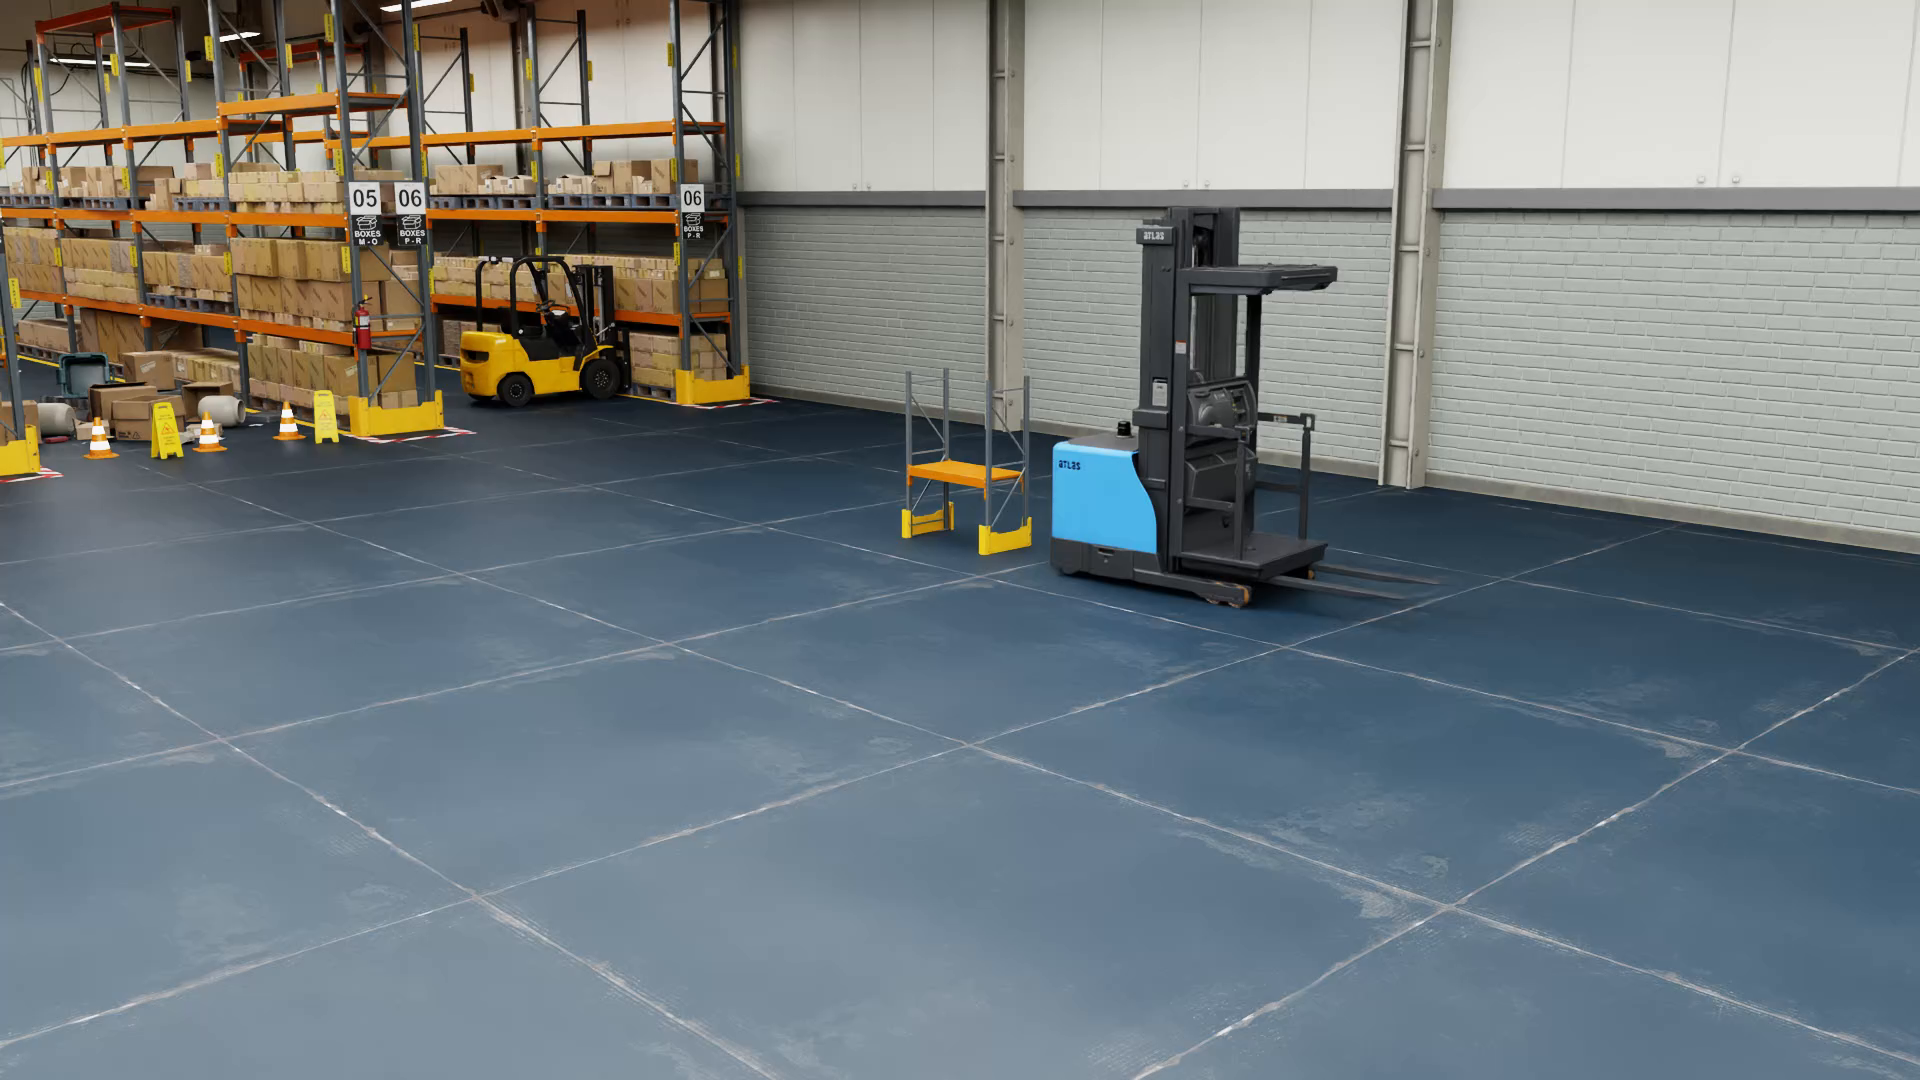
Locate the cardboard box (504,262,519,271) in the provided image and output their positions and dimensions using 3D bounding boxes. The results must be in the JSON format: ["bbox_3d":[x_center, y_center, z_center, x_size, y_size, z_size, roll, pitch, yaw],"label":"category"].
[{"bbox_3d":[-7.500,-4.647,28.176,0.250,0.149,0.380,11,16,43],"label":"cardboard box"}]

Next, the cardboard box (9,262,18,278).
[{"bbox_3d":[-17.884,-5.091,31.940,0.500,0.500,0.500,-11,16,-43],"label":"cardboard box"}]

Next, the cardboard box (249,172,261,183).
[{"bbox_3d":[-9.571,-5.000,22.960,0.380,0.149,0.250,-11,16,-43],"label":"cardboard box"}]

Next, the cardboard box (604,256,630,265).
[{"bbox_3d":[-5.366,-4.377,26.128,0.380,0.149,0.250,-11,16,-42],"label":"cardboard box"}]

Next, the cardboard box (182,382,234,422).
[{"bbox_3d":[-10.335,-1.902,22.896,0.500,0.500,0.500,-1,12,-4],"label":"cardboard box"}]

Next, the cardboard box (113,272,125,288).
[{"bbox_3d":[-13.728,-4.335,27.654,0.500,0.250,0.500,11,16,44],"label":"cardboard box"}]

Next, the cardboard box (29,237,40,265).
[{"bbox_3d":[-16.844,-5.355,30.746,0.500,0.500,0.500,-11,16,-42],"label":"cardboard box"}]

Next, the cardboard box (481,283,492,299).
[{"bbox_3d":[-8.074,-4.350,28.964,0.500,0.250,0.500,-10,15,-41],"label":"cardboard box"}]

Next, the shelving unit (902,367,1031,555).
[{"bbox_3d":[0.053,-0.723,14.706,0.587,1.500,1.083,-11,16,-43],"label":"shelving unit"}]

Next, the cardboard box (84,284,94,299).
[{"bbox_3d":[-14.802,-4.311,28.776,0.500,0.250,0.500,-11,16,-43],"label":"cardboard box"}]

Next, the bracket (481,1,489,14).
[{"bbox_3d":[-8.257,-9.394,29.289,0.235,0.232,0.430,-11,16,-43],"label":"bracket"}]

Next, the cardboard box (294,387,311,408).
[{"bbox_3d":[-8.799,-1.979,22.855,0.500,0.250,0.500,11,16,43],"label":"cardboard box"}]

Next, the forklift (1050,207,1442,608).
[{"bbox_3d":[2.189,-1.047,12.732,3.031,2.935,1.130,10,15,39],"label":"forklift"}]

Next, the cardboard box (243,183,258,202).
[{"bbox_3d":[-9.622,-4.836,23.150,0.500,0.250,0.500,-11,16,-43],"label":"cardboard box"}]

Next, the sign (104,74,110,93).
[{"bbox_3d":[-15.231,-8.150,29.659,0.100,0.325,0.005,-11,16,-43],"label":"sign"}]

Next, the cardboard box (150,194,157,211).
[{"bbox_3d":[-12.582,-5.351,26.349,0.396,0.266,0.258,-11,16,-43],"label":"cardboard box"}]

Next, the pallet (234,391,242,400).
[{"bbox_3d":[-10.629,-2.218,25.156,1.003,0.211,1.213,-11,16,-43],"label":"pallet"}]

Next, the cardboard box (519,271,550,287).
[{"bbox_3d":[-7.027,-4.370,27.823,0.500,0.250,0.500,-11,16,-44],"label":"cardboard box"}]

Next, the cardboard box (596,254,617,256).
[{"bbox_3d":[-5.728,-4.592,27.172,0.380,0.149,0.250,-11,16,-43],"label":"cardboard box"}]

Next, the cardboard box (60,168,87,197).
[{"bbox_3d":[-15.216,-6.193,28.815,0.500,0.500,0.500,-11,16,-44],"label":"cardboard box"}]

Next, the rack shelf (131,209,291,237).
[{"bbox_3d":[-11.472,-4.879,25.510,1.077,0.370,4.000,-11,16,-43],"label":"rack shelf"}]

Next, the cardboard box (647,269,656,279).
[{"bbox_3d":[-4.516,-4.037,25.217,0.380,0.149,0.250,-11,16,-42],"label":"cardboard box"}]

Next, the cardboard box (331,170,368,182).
[{"bbox_3d":[-7.775,-4.632,21.172,0.380,0.149,0.250,-11,16,-42],"label":"cardboard box"}]

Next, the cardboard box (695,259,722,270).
[{"bbox_3d":[-3.818,-4.170,25.127,0.380,0.149,0.250,-11,16,-44],"label":"cardboard box"}]

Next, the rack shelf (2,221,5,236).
[{"bbox_3d":[-12.220,-3.591,19.257,1.077,0.370,4.000,-11,16,-43],"label":"rack shelf"}]

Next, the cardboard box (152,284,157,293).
[{"bbox_3d":[-12.763,-4.064,26.784,0.250,0.149,0.380,11,16,42],"label":"cardboard box"}]

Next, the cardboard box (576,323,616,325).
[{"bbox_3d":[-6.024,-3.467,27.600,0.500,0.250,0.500,-10,16,-41],"label":"cardboard box"}]

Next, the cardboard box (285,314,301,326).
[{"bbox_3d":[-9.034,-3.036,22.837,0.380,0.149,0.250,-11,16,-43],"label":"cardboard box"}]

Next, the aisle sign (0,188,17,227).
[{"bbox_3d":[-18.637,-6.465,32.417,0.394,0.787,0.004,-11,16,-43],"label":"aisle sign"}]

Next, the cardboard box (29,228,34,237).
[{"bbox_3d":[-17.076,-5.724,30.929,0.380,0.149,0.250,-11,16,-43],"label":"cardboard box"}]

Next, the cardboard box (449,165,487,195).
[{"bbox_3d":[-8.521,-6.320,29.184,0.700,0.500,0.500,-11,16,-44],"label":"cardboard box"}]

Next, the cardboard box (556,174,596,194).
[{"bbox_3d":[-6.105,-5.688,26.583,0.500,0.311,0.500,-10,16,-41],"label":"cardboard box"}]

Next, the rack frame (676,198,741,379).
[{"bbox_3d":[-3.741,-3.579,24.850,1.000,3.000,0.127,-11,16,-43],"label":"rack frame"}]

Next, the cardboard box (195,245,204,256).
[{"bbox_3d":[-11.264,-4.360,25.008,0.250,0.149,0.380,11,16,43],"label":"cardboard box"}]

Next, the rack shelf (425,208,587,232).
[{"bbox_3d":[-7.884,-5.572,28.870,1.077,0.370,4.000,-11,16,-43],"label":"rack shelf"}]

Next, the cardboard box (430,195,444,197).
[{"bbox_3d":[-9.796,-6.183,30.429,0.500,0.250,0.500,11,16,43],"label":"cardboard box"}]

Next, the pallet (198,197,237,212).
[{"bbox_3d":[-10.440,-4.953,24.549,1.213,0.211,1.003,-11,16,-43],"label":"pallet"}]

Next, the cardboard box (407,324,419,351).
[{"bbox_3d":[-10.051,-3.834,31.243,0.500,0.500,0.500,-11,16,-43],"label":"cardboard box"}]

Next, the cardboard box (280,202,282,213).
[{"bbox_3d":[-8.987,-4.512,22.565,0.380,0.149,0.250,-11,16,-42],"label":"cardboard box"}]

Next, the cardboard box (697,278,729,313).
[{"bbox_3d":[-3.882,-3.739,25.379,0.500,0.500,0.500,-10,15,-41],"label":"cardboard box"}]

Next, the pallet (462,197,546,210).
[{"bbox_3d":[-7.958,-5.874,29.023,1.003,0.211,1.213,-10,15,-40],"label":"pallet"}]

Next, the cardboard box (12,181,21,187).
[{"bbox_3d":[-18.002,-6.819,32.226,0.500,0.250,0.500,10,15,40],"label":"cardboard box"}]

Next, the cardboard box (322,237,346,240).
[{"bbox_3d":[-12.864,-6.024,34.495,0.500,0.500,0.500,11,16,44],"label":"cardboard box"}]

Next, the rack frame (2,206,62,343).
[{"bbox_3d":[-18.378,-5.222,32.824,1.000,3.000,0.127,-11,16,-43],"label":"rack frame"}]

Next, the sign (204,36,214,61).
[{"bbox_3d":[-10.488,-6.866,23.229,0.100,0.325,0.005,-11,16,-43],"label":"sign"}]

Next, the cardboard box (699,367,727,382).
[{"bbox_3d":[-3.939,-2.537,25.565,0.500,0.250,0.500,-11,16,-42],"label":"cardboard box"}]

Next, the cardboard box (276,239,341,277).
[{"bbox_3d":[-8.854,-3.843,22.666,0.700,0.500,0.500,-11,16,-43],"label":"cardboard box"}]

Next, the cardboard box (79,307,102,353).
[{"bbox_3d":[-15.129,-3.724,29.778,0.875,0.875,0.875,-10,15,-41],"label":"cardboard box"}]

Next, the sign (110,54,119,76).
[{"bbox_3d":[-13.252,-7.450,26.064,0.100,0.325,0.005,-11,16,-43],"label":"sign"}]

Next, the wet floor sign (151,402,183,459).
[{"bbox_3d":[-9.387,-1.301,19.627,0.232,0.644,0.267,8,14,35],"label":"wet floor sign"}]

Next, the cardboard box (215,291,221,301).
[{"bbox_3d":[-10.815,-3.631,24.683,0.250,0.149,0.380,11,16,43],"label":"cardboard box"}]

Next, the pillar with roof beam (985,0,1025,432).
[{"bbox_3d":[-2.540,-5.269,18.186,9.100,9.000,0.400,-11,16,-43],"label":"pillar with roof beam"}]

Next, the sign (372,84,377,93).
[{"bbox_3d":[-11.631,-8.882,33.015,0.100,0.325,0.005,-11,16,-43],"label":"sign"}]

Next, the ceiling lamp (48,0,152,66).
[{"bbox_3d":[-18.325,-11.778,35.314,2.000,3.185,0.800,-11,16,-43],"label":"ceiling lamp"}]

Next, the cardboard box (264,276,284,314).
[{"bbox_3d":[-9.288,-3.417,23.079,0.500,0.500,0.500,-11,16,-43],"label":"cardboard box"}]
